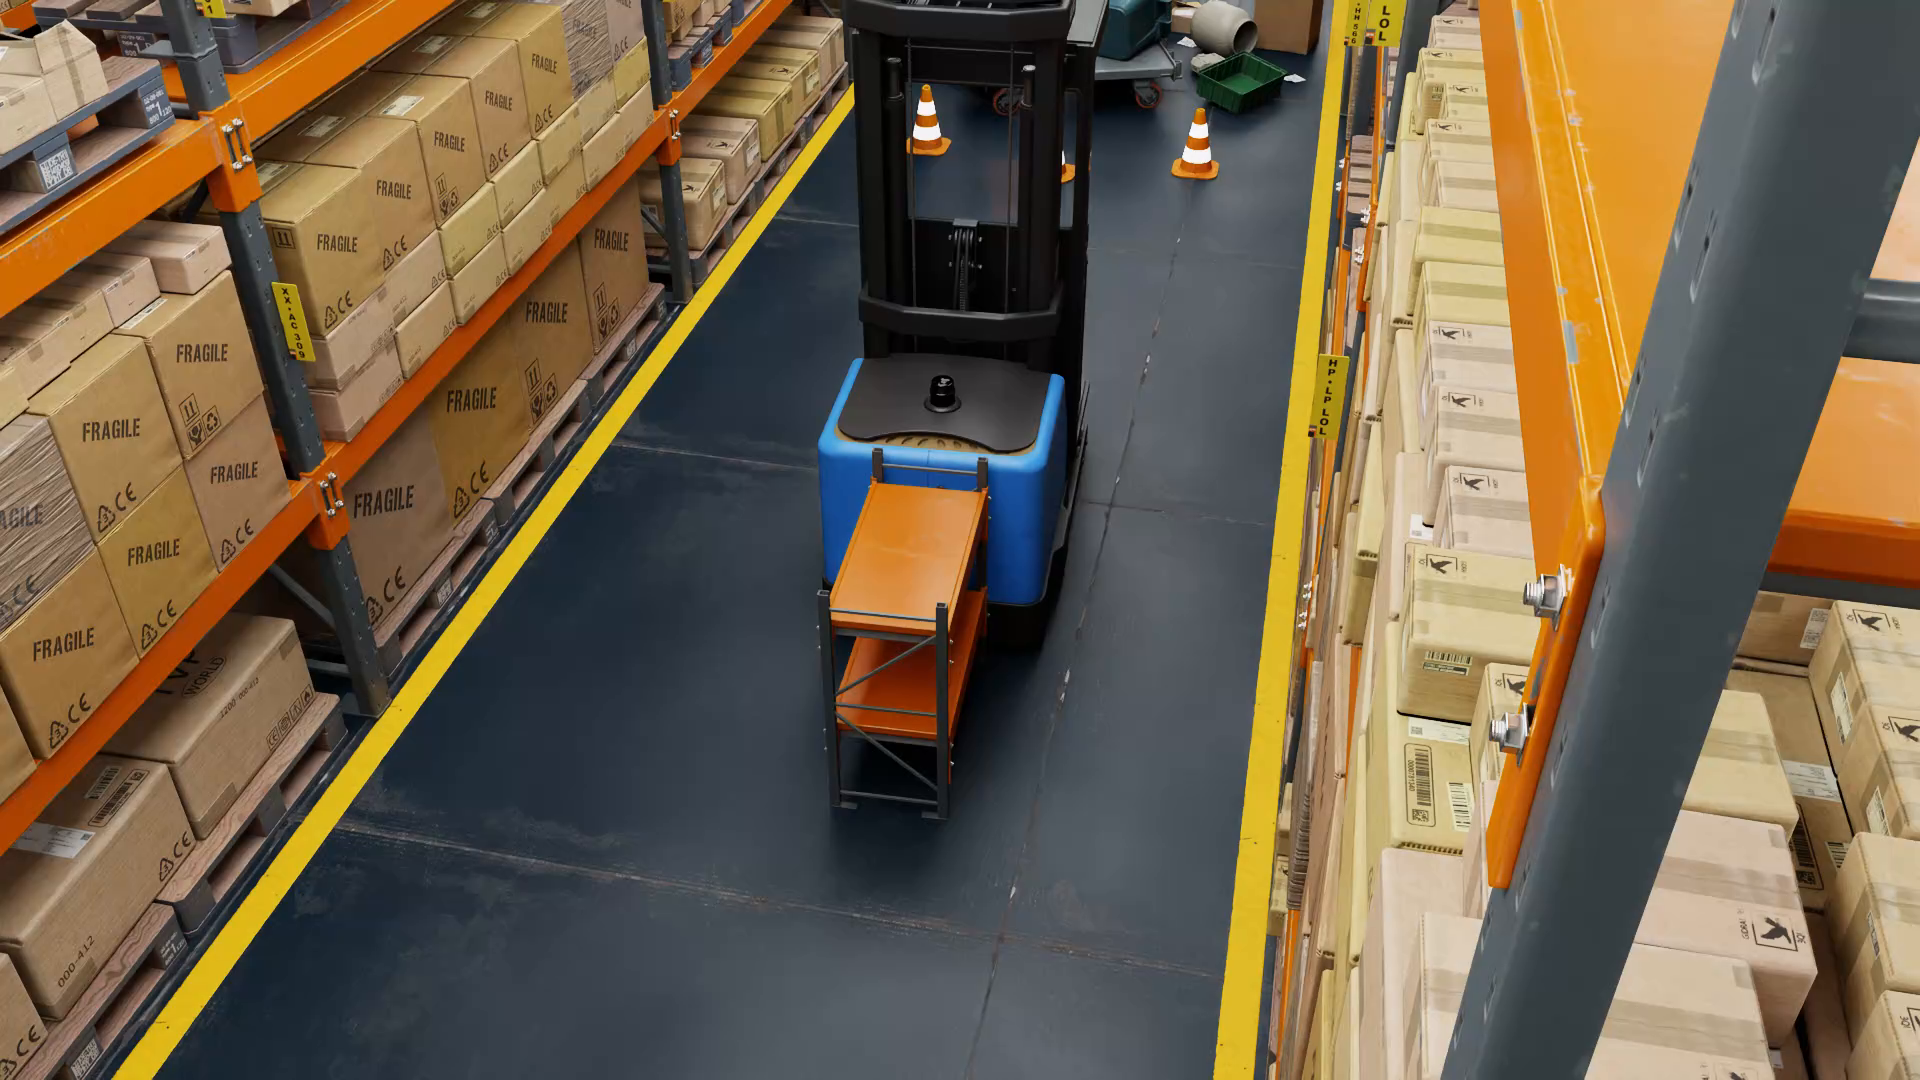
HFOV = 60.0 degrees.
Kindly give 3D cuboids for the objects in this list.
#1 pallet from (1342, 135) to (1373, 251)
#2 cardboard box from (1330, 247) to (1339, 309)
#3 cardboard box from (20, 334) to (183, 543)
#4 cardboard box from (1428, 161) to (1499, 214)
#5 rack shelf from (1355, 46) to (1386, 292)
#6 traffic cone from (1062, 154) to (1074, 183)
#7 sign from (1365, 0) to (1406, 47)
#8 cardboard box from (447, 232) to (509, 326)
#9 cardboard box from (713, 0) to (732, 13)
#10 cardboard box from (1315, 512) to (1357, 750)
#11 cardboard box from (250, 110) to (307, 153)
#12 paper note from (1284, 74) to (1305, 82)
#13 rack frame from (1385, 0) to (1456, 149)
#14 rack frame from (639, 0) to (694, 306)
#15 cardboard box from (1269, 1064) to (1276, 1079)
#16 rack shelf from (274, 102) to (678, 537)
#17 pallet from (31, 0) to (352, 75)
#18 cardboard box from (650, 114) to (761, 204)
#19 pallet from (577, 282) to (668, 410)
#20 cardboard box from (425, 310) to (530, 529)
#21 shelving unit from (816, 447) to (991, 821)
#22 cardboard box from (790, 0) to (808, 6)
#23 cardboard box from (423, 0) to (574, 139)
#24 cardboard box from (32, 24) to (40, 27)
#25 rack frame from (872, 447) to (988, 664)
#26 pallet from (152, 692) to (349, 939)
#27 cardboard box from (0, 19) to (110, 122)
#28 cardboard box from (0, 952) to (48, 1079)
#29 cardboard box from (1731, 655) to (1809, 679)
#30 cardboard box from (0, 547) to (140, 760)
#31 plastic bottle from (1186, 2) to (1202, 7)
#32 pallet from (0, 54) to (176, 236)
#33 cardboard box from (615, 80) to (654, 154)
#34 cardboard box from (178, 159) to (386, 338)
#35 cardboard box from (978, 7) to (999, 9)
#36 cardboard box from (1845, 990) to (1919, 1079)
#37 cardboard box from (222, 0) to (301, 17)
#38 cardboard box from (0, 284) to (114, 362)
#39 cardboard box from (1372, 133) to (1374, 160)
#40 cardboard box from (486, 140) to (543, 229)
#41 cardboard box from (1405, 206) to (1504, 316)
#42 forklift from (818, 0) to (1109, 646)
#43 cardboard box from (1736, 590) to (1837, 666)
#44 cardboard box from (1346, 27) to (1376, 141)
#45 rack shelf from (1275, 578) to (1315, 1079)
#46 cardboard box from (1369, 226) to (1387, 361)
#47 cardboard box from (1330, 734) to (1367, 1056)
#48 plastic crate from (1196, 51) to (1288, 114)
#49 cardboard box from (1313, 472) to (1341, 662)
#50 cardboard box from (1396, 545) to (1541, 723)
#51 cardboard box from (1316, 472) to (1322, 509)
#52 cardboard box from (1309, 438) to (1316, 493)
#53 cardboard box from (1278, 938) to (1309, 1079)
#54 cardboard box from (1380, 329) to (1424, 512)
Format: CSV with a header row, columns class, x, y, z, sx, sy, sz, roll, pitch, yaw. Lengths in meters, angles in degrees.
class,x,y,z,sx,sy,sz,roll,pitch,yaw
pallet,2.599,-1.740,8.529,1.213,0.211,1.003,7,37,10
cardboard box,2.264,-1.336,8.941,0.500,0.250,0.500,6,36,8
cardboard box,-3.012,-0.359,5.523,0.500,0.500,0.500,7,36,9
cardboard box,1.270,-0.731,3.779,0.380,0.149,0.250,6,36,8
rack shelf,2.220,-2.016,6.803,1.077,0.370,4.000,7,37,10
traffic cone,0.662,-2.890,12.114,0.336,0.463,0.334,7,37,10
sign,1.250,-1.597,4.836,0.100,0.325,0.005,7,37,10
cardboard box,-2.478,-1.256,7.825,0.500,0.250,0.500,7,37,10
cardboard box,-1.683,-3.498,10.646,0.380,0.149,0.250,8,37,10
cardboard box,1.225,0.300,4.360,0.500,0.500,0.500,8,37,11
cardboard box,-3.111,-1.540,7.151,0.500,0.500,0.500,8,37,11
paper note,2.761,-3.830,13.778,0.147,0.020,0.142,-17,39,-22
rack frame,1.793,-2.376,4.130,1.000,3.000,0.127,7,37,10
rack frame,-2.210,-2.802,9.831,1.000,3.000,0.127,7,37,10
cardboard box,1.162,1.831,5.255,0.380,0.149,0.250,7,37,10
rack shelf,-2.637,-1.364,8.460,1.077,0.370,4.000,7,37,10
pallet,-2.917,-2.178,6.576,0.805,0.209,1.217,6,36,8
cardboard box,-1.930,-2.655,11.509,0.950,0.372,0.625,7,36,9
pallet,-2.452,-1.231,10.038,1.003,0.211,1.213,7,37,10
cardboard box,-2.825,-0.703,8.387,0.875,0.875,0.875,8,37,11
shelving unit,-0.212,0.384,7.032,0.538,1.125,1.048,6,36,8
cardboard box,-1.491,-4.829,13.973,0.500,0.500,0.500,7,36,9
cardboard box,-2.279,-2.339,8.255,0.500,0.500,0.500,7,37,10
cardboard box,-6.638,-3.748,12.802,0.875,0.625,0.625,6,36,8
rack frame,-0.129,0.090,7.438,0.500,1.125,0.032,6,36,8
pallet,-3.303,1.046,6.897,1.003,0.211,1.213,7,37,10
cardboard box,-2.888,-1.474,5.113,0.396,0.266,0.258,8,37,11
cardboard box,-3.688,1.735,5.396,0.875,0.438,0.875,8,37,11
cardboard box,1.516,0.184,2.856,0.500,0.250,0.500,8,37,11
cardboard box,-3.111,0.334,5.418,0.500,0.500,0.500,7,36,9
plastic bottle,2.146,-4.818,15.116,0.133,0.061,0.283,-5,36,-6
pallet,-3.249,-1.220,5.167,1.003,0.211,1.213,7,37,10
cardboard box,-2.064,-2.419,9.430,0.500,0.250,0.500,6,36,8
cardboard box,-2.689,-1.171,6.642,0.500,0.500,0.500,8,37,11
cardboard box,0.390,-4.184,13.222,0.500,0.500,0.500,7,37,10
cardboard box,1.231,0.672,1.843,0.380,0.149,0.250,7,37,10
cardboard box,-2.615,-2.082,6.038,0.396,0.266,0.258,7,37,10
cardboard box,-3.044,-0.721,5.470,0.380,0.149,0.250,7,37,10
cardboard box,2.355,-2.077,8.686,0.380,0.149,0.250,7,36,9
cardboard box,-2.371,-1.746,8.075,0.500,0.250,0.500,6,36,9
cardboard box,1.167,-0.580,3.571,0.380,0.149,0.250,9,37,12
forklift,0.101,-1.551,8.163,1.130,2.935,3.031,5,36,7
cardboard box,1.436,0.081,2.658,0.380,0.149,0.250,8,37,11
cardboard box,2.481,-2.572,9.428,0.500,0.500,0.500,7,37,10
rack shelf,1.366,1.491,4.520,1.077,0.370,4.000,7,37,10
cardboard box,1.338,-0.580,4.336,0.500,0.250,0.500,7,36,9
cardboard box,0.879,0.605,2.701,0.500,0.250,0.500,7,37,10
plastic crate,2.259,-3.682,13.391,0.450,0.188,0.662,36,48,26
cardboard box,1.441,0.145,5.426,0.500,0.500,0.500,7,36,9
cardboard box,0.876,0.160,2.549,0.380,0.149,0.250,8,37,11
cardboard box,1.828,-0.160,7.318,0.500,0.250,0.500,9,37,12
cardboard box,2.038,-0.441,8.344,0.500,0.500,0.500,6,36,9
cardboard box,0.997,1.309,3.819,0.500,0.500,0.500,7,37,10
cardboard box,1.128,-0.180,3.358,0.500,0.250,0.500,6,36,8
